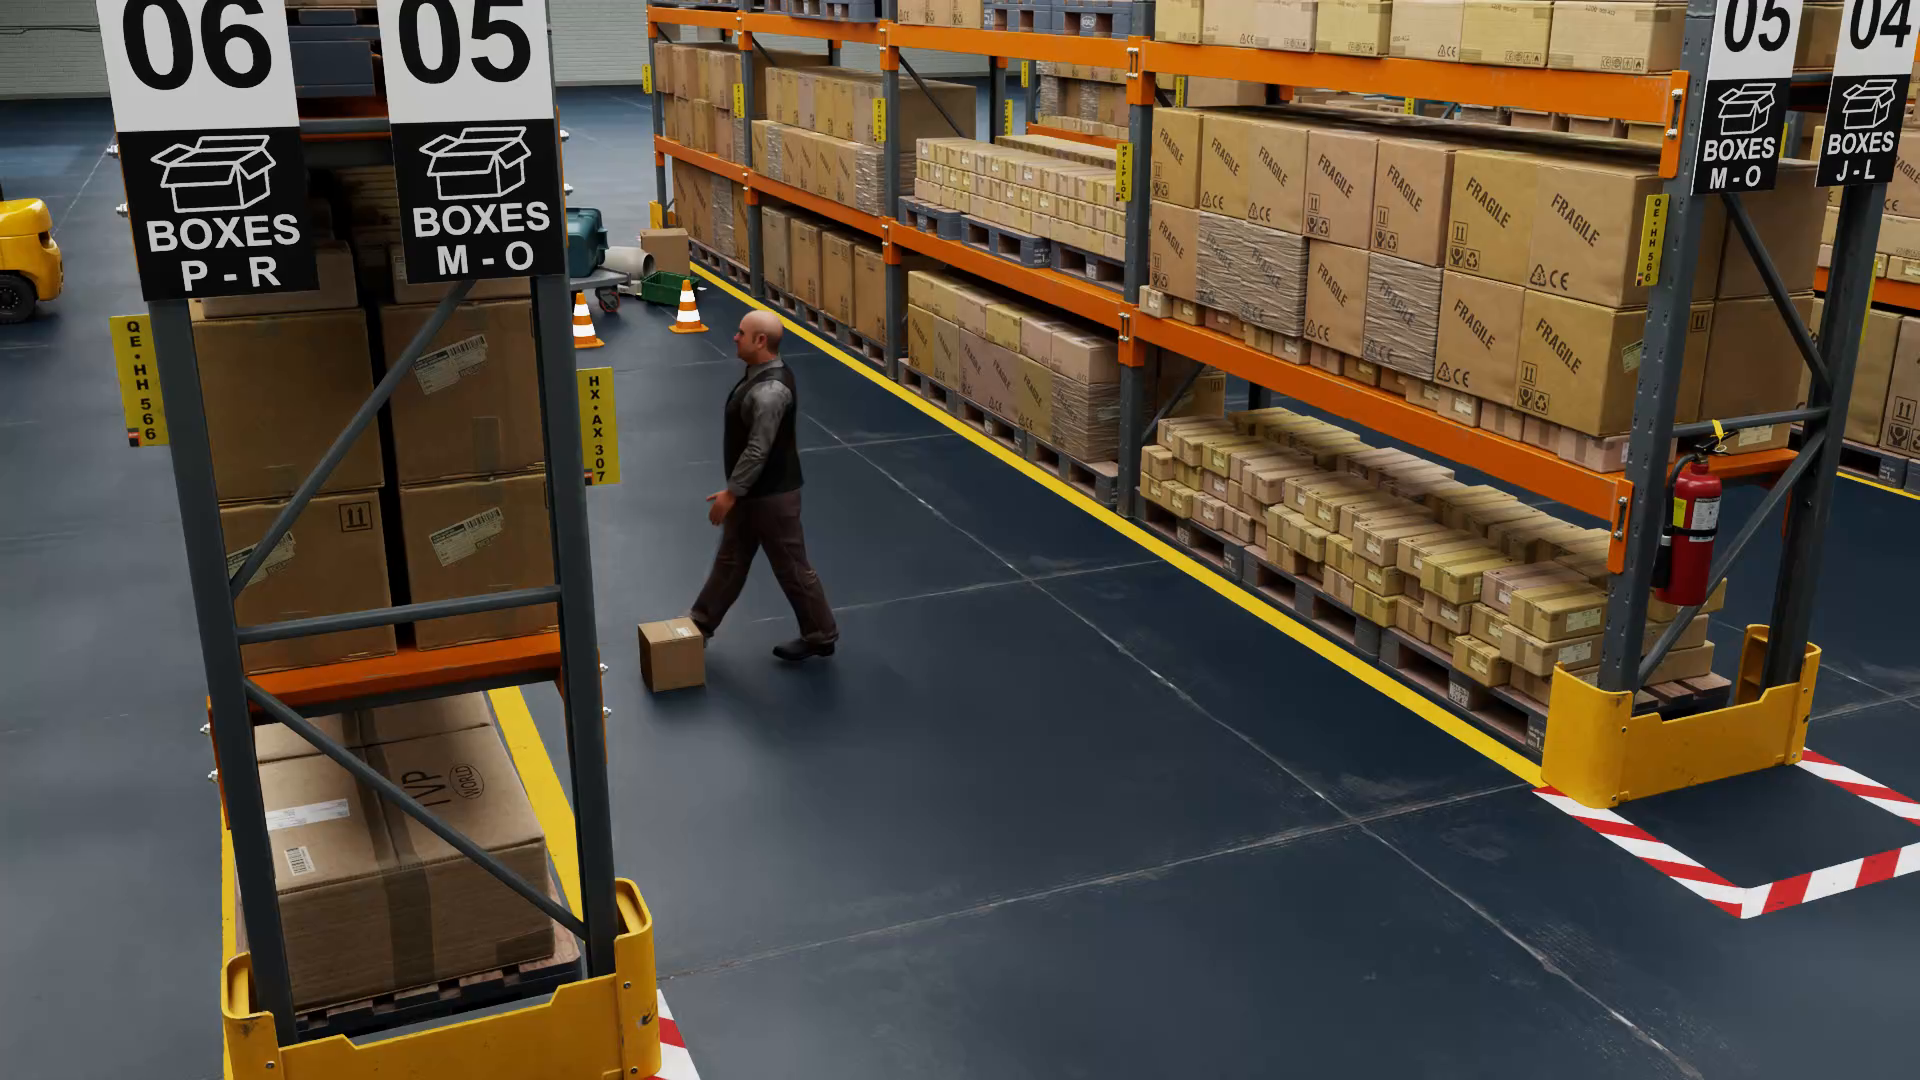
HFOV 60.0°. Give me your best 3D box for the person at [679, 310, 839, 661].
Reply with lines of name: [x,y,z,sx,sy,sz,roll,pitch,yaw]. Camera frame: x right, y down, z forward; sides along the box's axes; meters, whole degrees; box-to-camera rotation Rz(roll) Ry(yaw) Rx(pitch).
person: [-1.035,-0.222,7.710,0.920,1.690,0.548,-4,19,-13]
